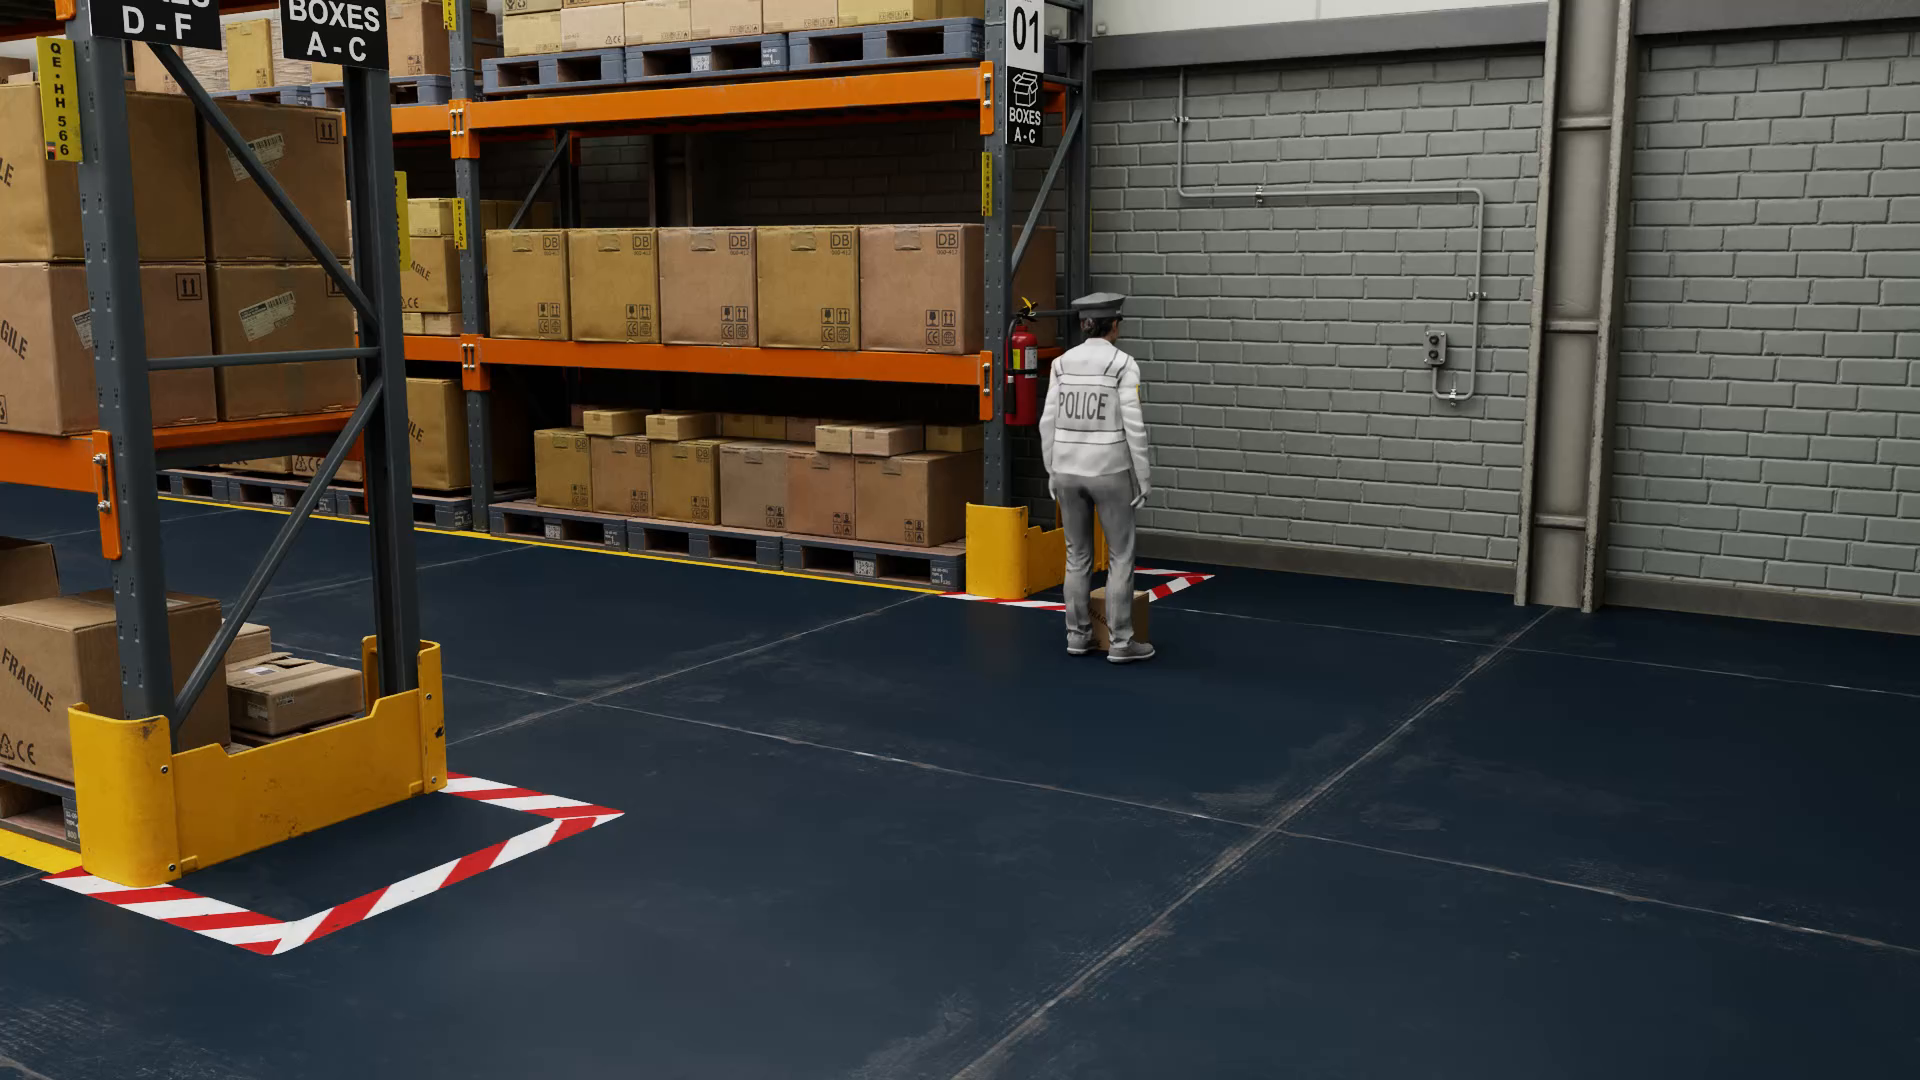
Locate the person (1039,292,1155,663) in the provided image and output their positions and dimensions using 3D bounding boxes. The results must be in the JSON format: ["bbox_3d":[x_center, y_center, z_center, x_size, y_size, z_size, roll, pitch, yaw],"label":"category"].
[{"bbox_3d":[0.625,-0.286,7.575,0.529,1.664,0.404,6,11,31],"label":"person"}]
